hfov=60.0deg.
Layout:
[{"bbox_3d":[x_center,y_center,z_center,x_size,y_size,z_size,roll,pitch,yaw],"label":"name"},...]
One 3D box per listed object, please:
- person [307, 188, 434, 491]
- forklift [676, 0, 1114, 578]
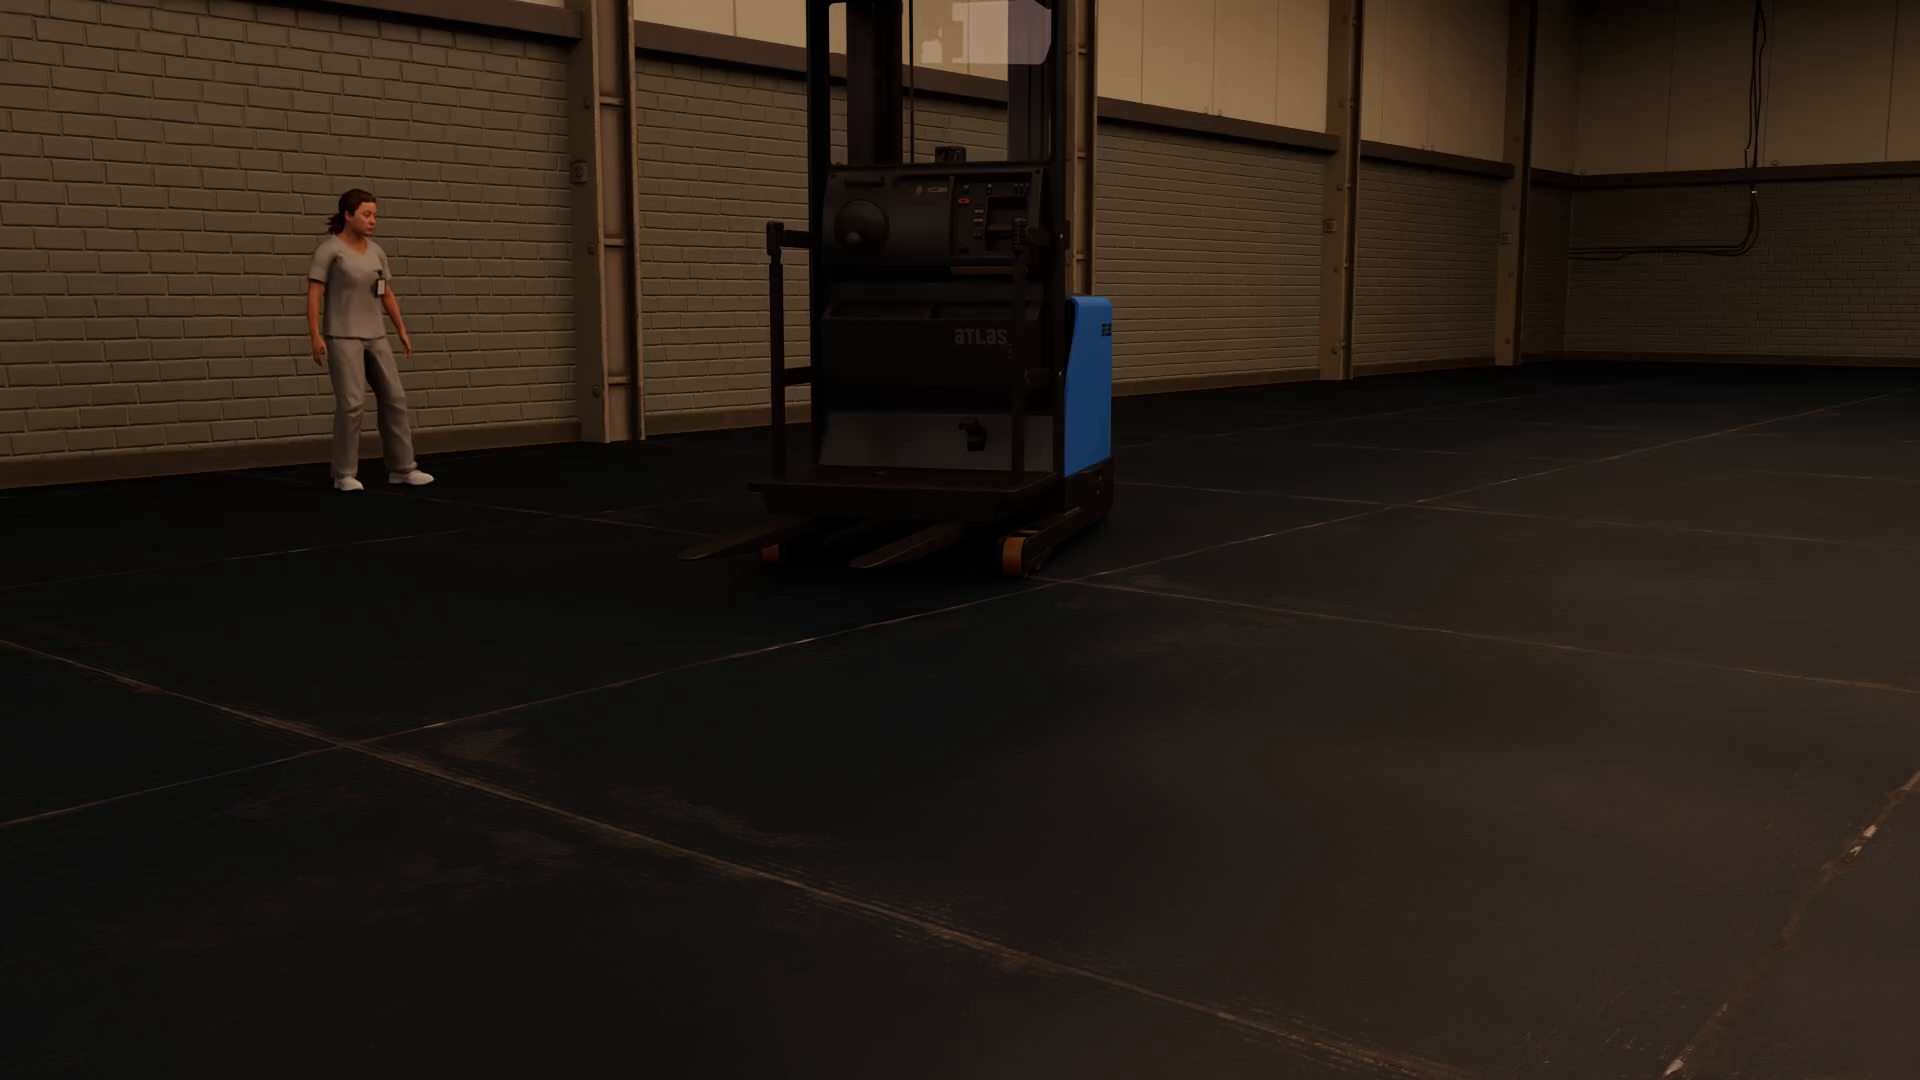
[{"bbox_3d":[-3.323,-1.113,9.276,0.377,1.663,0.624,5,10,32],"label":"person"},{"bbox_3d":[-0.176,-1.366,6.616,1.130,2.935,3.031,3,9,17],"label":"forklift"}]
